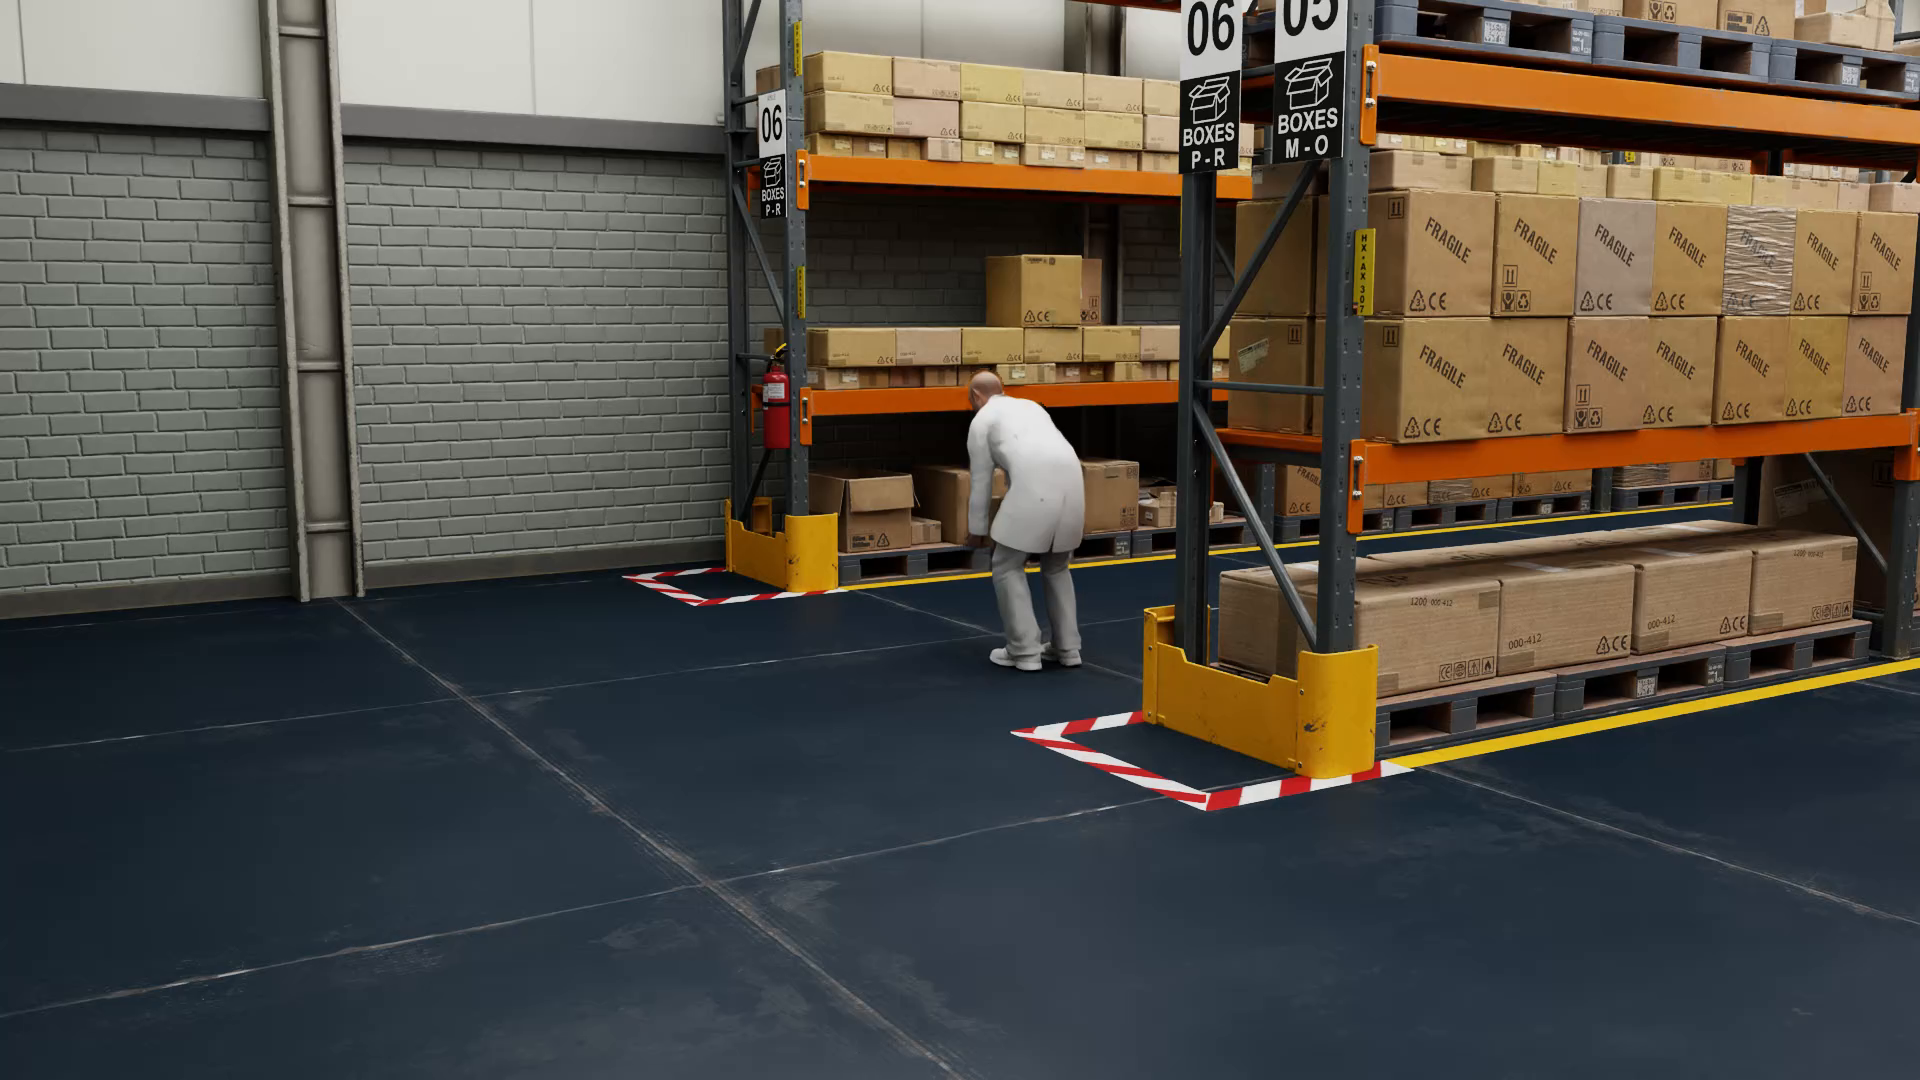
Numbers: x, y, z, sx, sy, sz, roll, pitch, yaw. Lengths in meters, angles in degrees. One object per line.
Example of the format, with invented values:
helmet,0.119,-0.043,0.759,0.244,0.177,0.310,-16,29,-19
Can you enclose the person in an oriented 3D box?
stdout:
person,0.314,-0.080,8.697,0.554,1.434,0.805,-5,9,-32
